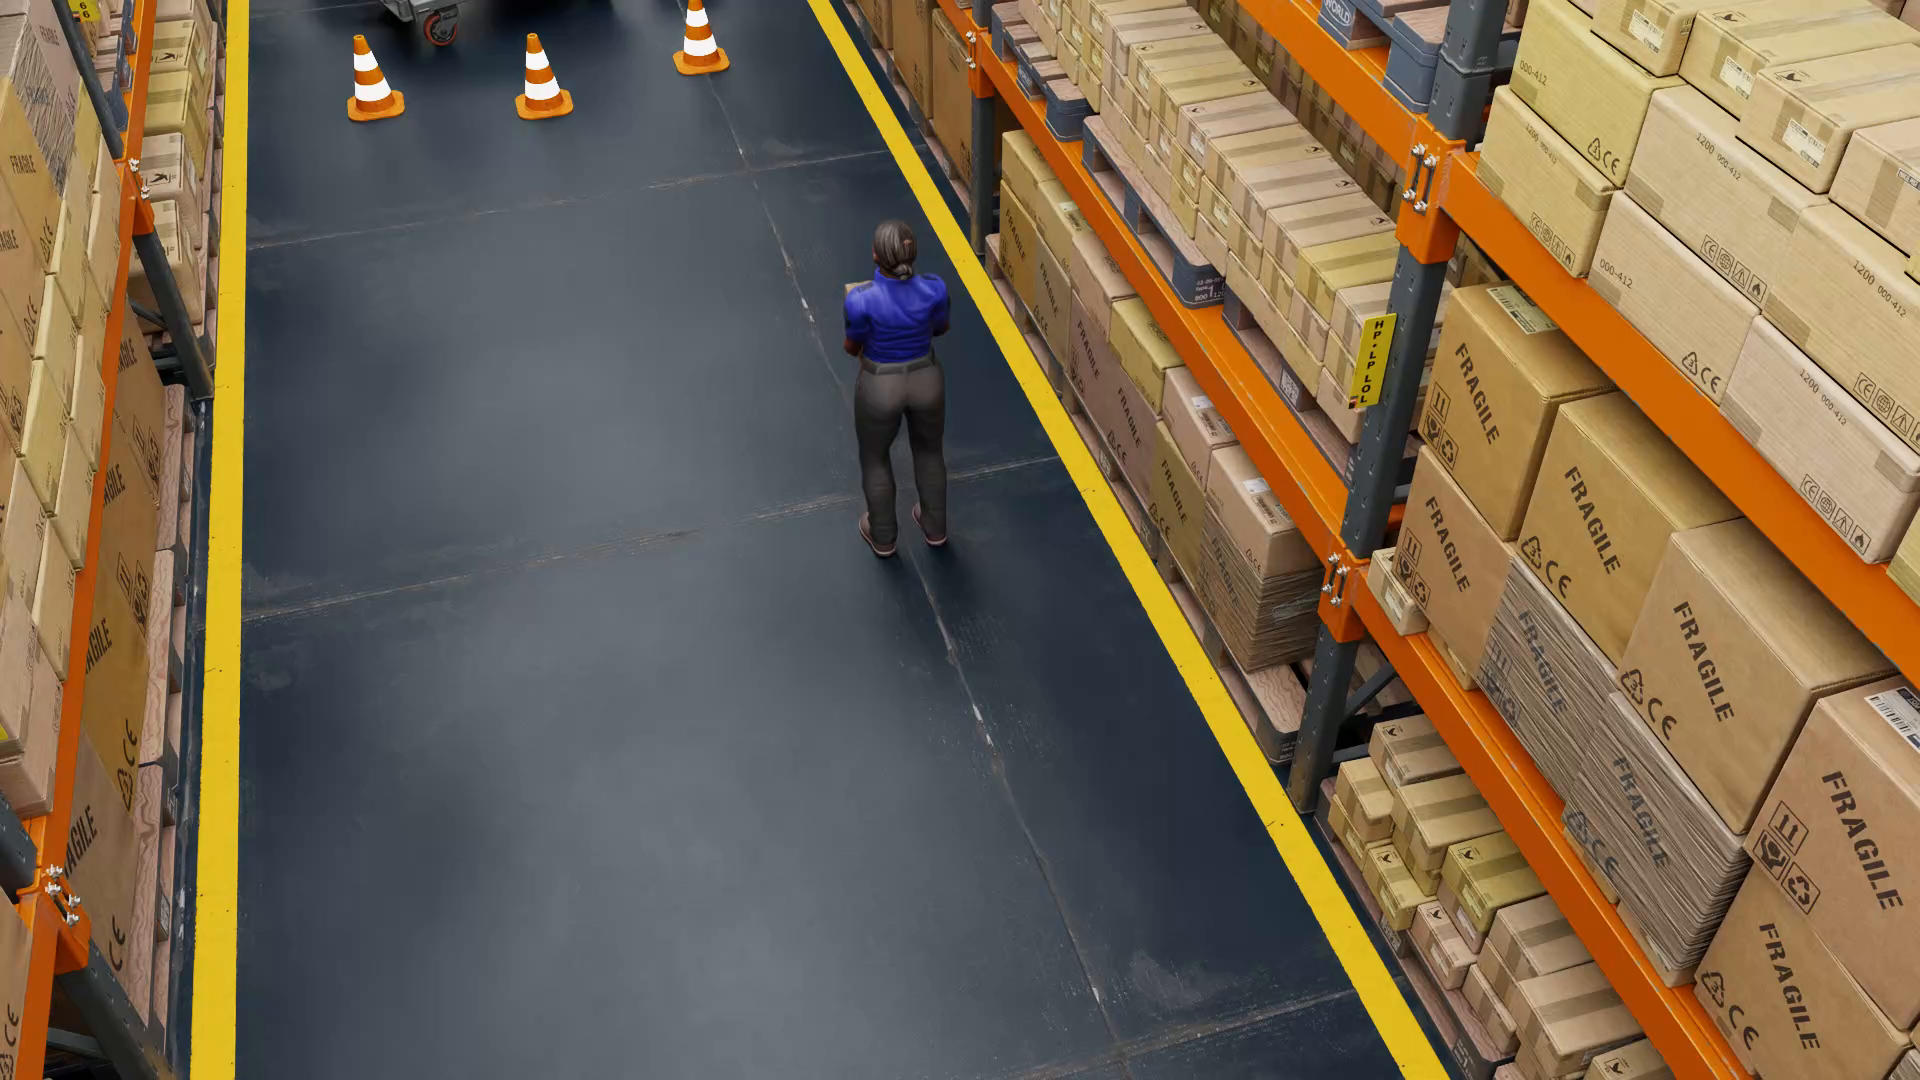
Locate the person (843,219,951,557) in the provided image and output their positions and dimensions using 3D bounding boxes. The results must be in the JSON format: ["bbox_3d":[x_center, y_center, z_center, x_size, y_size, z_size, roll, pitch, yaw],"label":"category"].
[{"bbox_3d":[-0.271,-0.681,6.915,0.451,1.651,0.496,-11,44,-12],"label":"person"}]
